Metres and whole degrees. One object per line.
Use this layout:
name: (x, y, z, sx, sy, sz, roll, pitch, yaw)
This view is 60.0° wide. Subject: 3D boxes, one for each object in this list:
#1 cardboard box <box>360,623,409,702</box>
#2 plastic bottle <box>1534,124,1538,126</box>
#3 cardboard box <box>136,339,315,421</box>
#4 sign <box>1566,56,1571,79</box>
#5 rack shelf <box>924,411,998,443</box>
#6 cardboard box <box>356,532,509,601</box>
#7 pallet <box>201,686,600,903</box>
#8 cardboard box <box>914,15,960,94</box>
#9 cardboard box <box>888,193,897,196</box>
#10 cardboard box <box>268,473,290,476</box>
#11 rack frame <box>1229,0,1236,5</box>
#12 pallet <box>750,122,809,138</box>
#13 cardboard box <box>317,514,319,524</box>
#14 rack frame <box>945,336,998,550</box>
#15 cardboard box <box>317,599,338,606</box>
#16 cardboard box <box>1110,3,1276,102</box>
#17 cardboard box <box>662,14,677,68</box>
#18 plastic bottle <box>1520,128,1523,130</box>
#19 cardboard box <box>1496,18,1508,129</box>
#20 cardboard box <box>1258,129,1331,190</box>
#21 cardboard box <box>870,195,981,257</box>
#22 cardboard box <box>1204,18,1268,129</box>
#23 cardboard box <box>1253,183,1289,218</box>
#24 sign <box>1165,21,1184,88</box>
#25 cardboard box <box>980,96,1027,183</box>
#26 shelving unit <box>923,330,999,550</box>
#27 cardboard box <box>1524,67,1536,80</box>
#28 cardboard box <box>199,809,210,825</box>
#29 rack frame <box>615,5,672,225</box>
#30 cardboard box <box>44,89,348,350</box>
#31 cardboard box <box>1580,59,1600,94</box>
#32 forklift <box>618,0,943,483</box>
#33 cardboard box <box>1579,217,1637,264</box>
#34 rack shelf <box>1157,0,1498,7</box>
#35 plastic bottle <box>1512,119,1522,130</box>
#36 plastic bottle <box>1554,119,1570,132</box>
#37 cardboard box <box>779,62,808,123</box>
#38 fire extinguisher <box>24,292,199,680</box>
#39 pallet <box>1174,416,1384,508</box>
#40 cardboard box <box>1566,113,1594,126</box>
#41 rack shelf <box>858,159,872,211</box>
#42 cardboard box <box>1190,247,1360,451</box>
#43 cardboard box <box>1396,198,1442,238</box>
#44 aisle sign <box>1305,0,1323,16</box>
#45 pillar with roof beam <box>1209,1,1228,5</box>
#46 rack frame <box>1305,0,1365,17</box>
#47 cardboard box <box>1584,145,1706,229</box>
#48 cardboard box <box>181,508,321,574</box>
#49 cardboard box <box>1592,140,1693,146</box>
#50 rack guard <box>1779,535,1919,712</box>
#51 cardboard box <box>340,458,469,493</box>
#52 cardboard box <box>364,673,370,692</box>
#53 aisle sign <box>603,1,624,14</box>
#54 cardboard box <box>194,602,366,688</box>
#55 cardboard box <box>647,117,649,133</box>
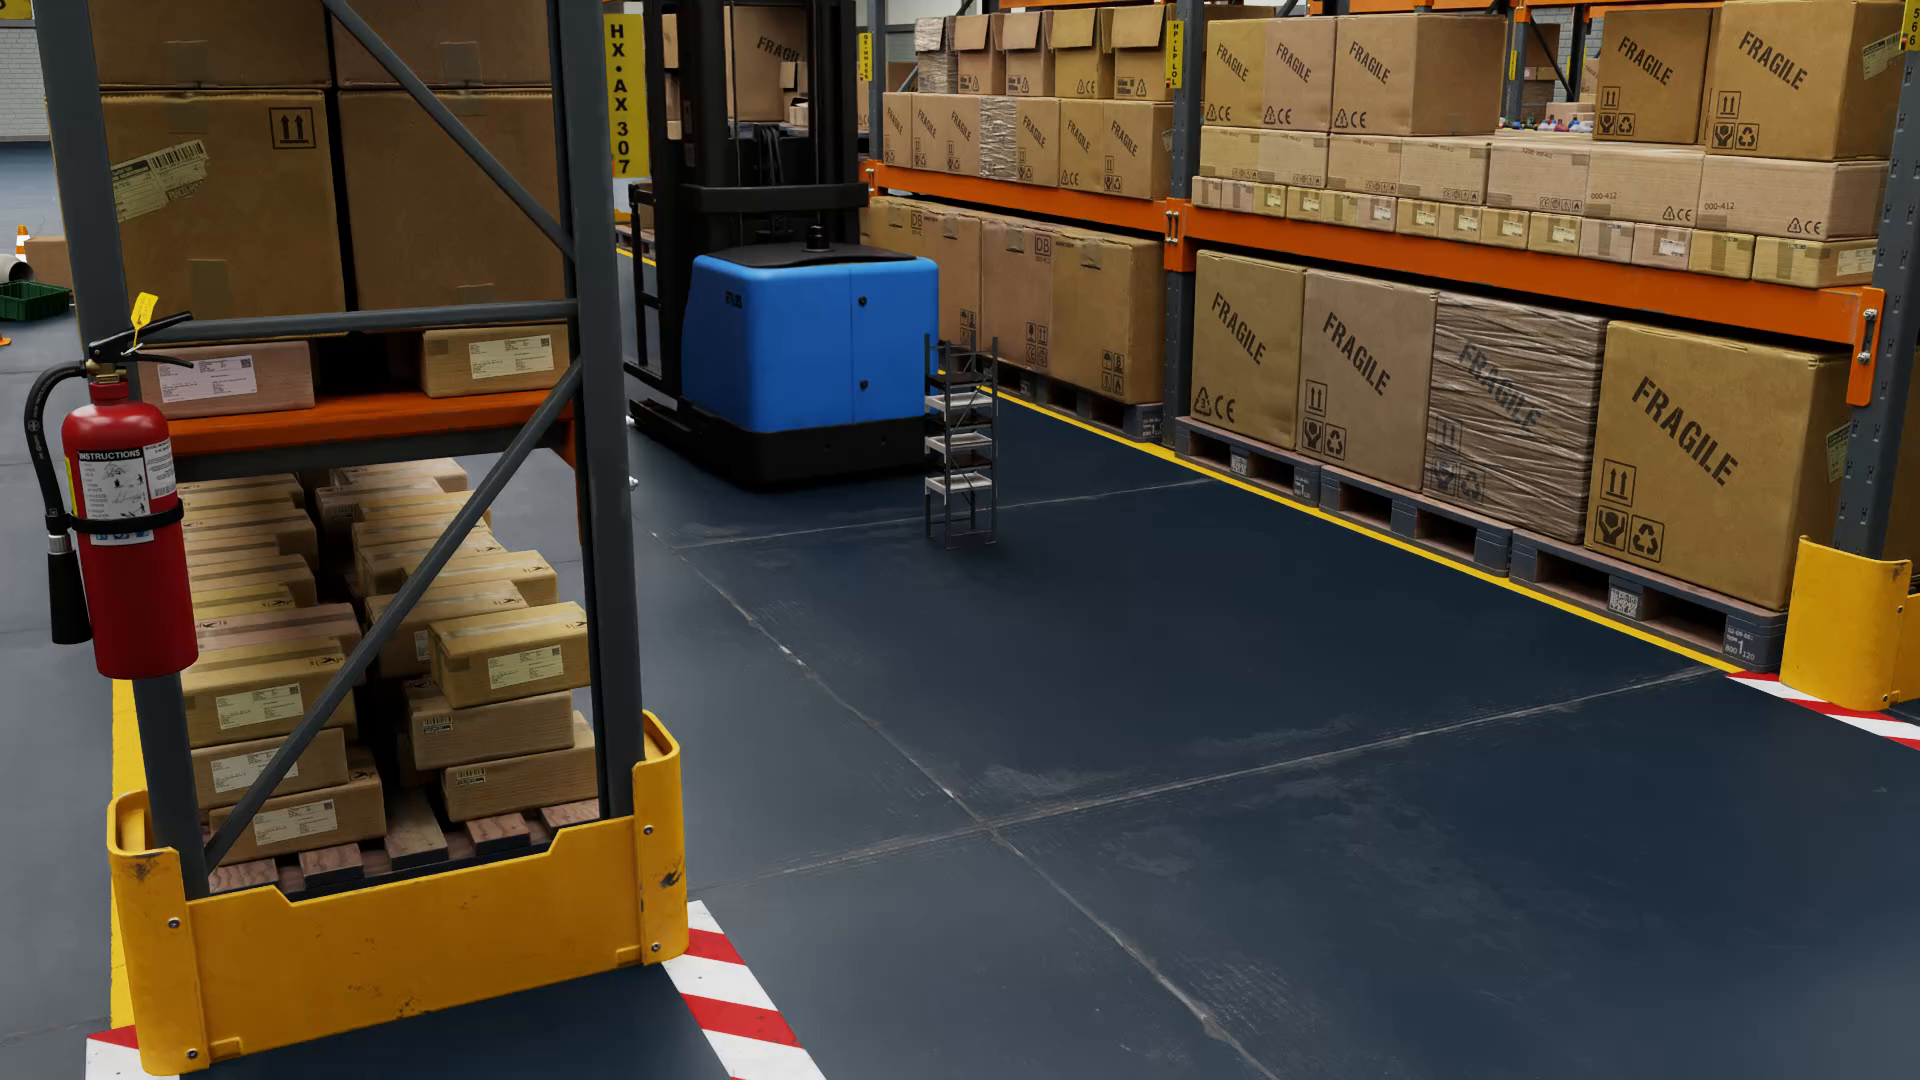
cardboard box: (-1.438, 0.311, 4.596, 0.380, 0.149, 0.250, -7, 18, -24)
plastic bottle: (4.862, -3.410, 14.056, 0.097, 0.201, 0.097, 0, 16, 0)
cardboard box: (-1.580, -0.355, 3.504, 0.380, 0.149, 0.250, -8, 18, -25)
sign: (9.181, -7.117, 25.042, 0.100, 0.325, 0.005, -8, 18, -25)
rack shelf: (0.004, -0.485, 7.104, 0.258, 0.077, 0.200, -8, 18, -25)
cardboard box: (-1.514, 0.100, 4.794, 0.380, 0.149, 0.250, -9, 18, -28)
pallet: (-1.541, 0.687, 4.474, 1.003, 0.211, 1.213, -8, 18, -25)
cardboard box: (0.121, -3.334, 11.430, 0.797, 0.503, 0.637, -7, 17, -23)
cardboard box: (-0.747, -2.650, 13.421, 0.500, 0.250, 0.500, -6, 17, -19)
cardboard box: (-2.614, -0.233, 5.955, 0.380, 0.149, 0.250, -8, 18, -26)
rack frame: (2.515, -4.577, 17.762, 1.000, 3.000, 0.127, -8, 18, -25)
pallet: (-1.089, -3.380, 13.940, 1.003, 0.211, 1.213, -8, 18, -25)
cardboard box: (-1.999, -0.022, 5.756, 0.380, 0.149, 0.250, -9, 18, -28)
rack frame: (0.048, -0.405, 7.032, 0.240, 0.900, 0.006, -8, 18, -25)
cardboard box: (-1.925, 0.293, 4.661, 0.380, 0.149, 0.250, -8, 18, -26)
cardboard box: (1.280, -2.682, 9.160, 0.797, 0.503, 0.637, -8, 18, -26)
cardboard box: (-2.602, -4.852, 16.188, 0.500, 0.500, 0.500, -8, 18, -25)
plastic bottle: (4.454, -3.164, 13.197, 0.097, 0.201, 0.097, 0, 16, 0)
cardboard box: (2.225, -2.220, 7.921, 0.500, 0.500, 0.500, -7, 18, -24)
cardboard box: (1.751, -1.794, 7.796, 0.500, 0.250, 0.500, -8, 18, -25)
cardboard box: (0.099, -1.994, 11.850, 1.225, 0.875, 0.875, -9, 18, -27)
cardboard box: (1.547, -2.277, 8.119, 0.500, 0.500, 0.500, -8, 18, -25)
cardboard box: (1.629, -1.630, 7.949, 0.380, 0.149, 0.250, -7, 17, -23)
sign: (1.084, -2.445, 8.378, 0.100, 0.325, 0.005, -8, 18, -25)
cardboard box: (0.456, -2.503, 10.353, 0.500, 0.500, 0.500, -8, 18, -25)
shelving unit: (0.004, -0.431, 7.120, 0.258, 0.900, 0.210, -8, 18, -25)
cardboard box: (6.658, -5.576, 19.886, 0.380, 0.149, 0.250, -8, 18, -25)
cardboard box: (-1.805, 0.583, 4.189, 0.380, 0.149, 0.250, -7, 17, -23)
rack frame: (-3.690, -4.970, 19.133, 1.000, 3.000, 0.127, -8, 18, -25)
cardboard box: (-1.611, -0.700, 3.532, 0.500, 0.500, 0.500, -7, 18, -24)
cardboard box: (9.607, -6.909, 24.766, 0.500, 0.500, 0.500, -8, 18, -25)
forklift: (-1.224, -2.045, 9.065, 1.130, 2.935, 3.031, -8, 18, -27)
cardboard box: (2.534, -1.120, 6.170, 0.380, 0.149, 0.250, -7, 18, -24)
rack shelf: (3.391, -5.177, 15.720, 1.077, 0.370, 4.000, -8, 18, -25)
plastic bottle: (4.450, -3.238, 13.328, 0.097, 0.271, 0.097, 0, 16, 0)
plastic bottle: (4.632, -3.091, 12.794, 0.061, 0.283, 0.133, -8, 18, -25)
cardboard box: (-1.095, -3.811, 14.145, 0.797, 0.503, 0.637, -6, 17, -19)
fire extinguisher: (-1.488, -0.094, 2.957, 0.296, 0.674, 0.183, -8, 18, -25)
pallet: (1.830, -0.457, 8.459, 1.003, 0.211, 1.213, -8, 18, -25)
cardboard box: (7.174, -4.810, 19.028, 0.380, 0.149, 0.250, -8, 18, -25)
rack shelf: (-1.061, -3.137, 14.048, 1.077, 0.370, 4.000, -8, 18, -25)
cardboard box: (1.785, -1.002, 8.395, 0.875, 0.875, 0.875, -8, 18, -25)
cardboard box: (2.082, -1.374, 7.057, 0.380, 0.149, 0.250, -8, 18, -26)
aisle sign: (4.913, -7.395, 22.870, 0.394, 0.787, 0.004, -8, 18, -25)
pillar with roof beam: (1.626, -12.036, 32.878, 9.100, 9.000, 0.400, -8, 18, -25)
rack frame: (5.217, -6.167, 23.301, 1.000, 3.000, 0.127, -8, 18, -25)
cardboard box: (2.647, -1.288, 6.033, 0.500, 0.250, 0.500, -8, 18, -26)
cardboard box: (-2.169, 0.025, 5.056, 0.380, 0.149, 0.250, -8, 18, -27)
cardboard box: (2.902, -1.479, 6.698, 0.500, 0.250, 0.500, -8, 18, -27)
rack guard: (3.330, 0.204, 5.632, 1.175, 0.500, 0.348, -8, 18, -25)
cardboard box: (-1.908, -0.167, 5.722, 0.380, 0.149, 0.250, -8, 18, -27)
cardboard box: (-1.639, 0.327, 5.080, 0.380, 0.149, 0.250, -8, 18, -25)
aisle sign: (-3.986, -6.199, 18.701, 0.394, 0.787, 0.004, -8, 18, -25)
cardboard box: (-1.701, 0.284, 4.152, 0.380, 0.149, 0.250, -7, 18, -24)
cardboard box: (-3.209, -4.366, 17.484, 0.380, 0.149, 0.250, -8, 18, -25)
